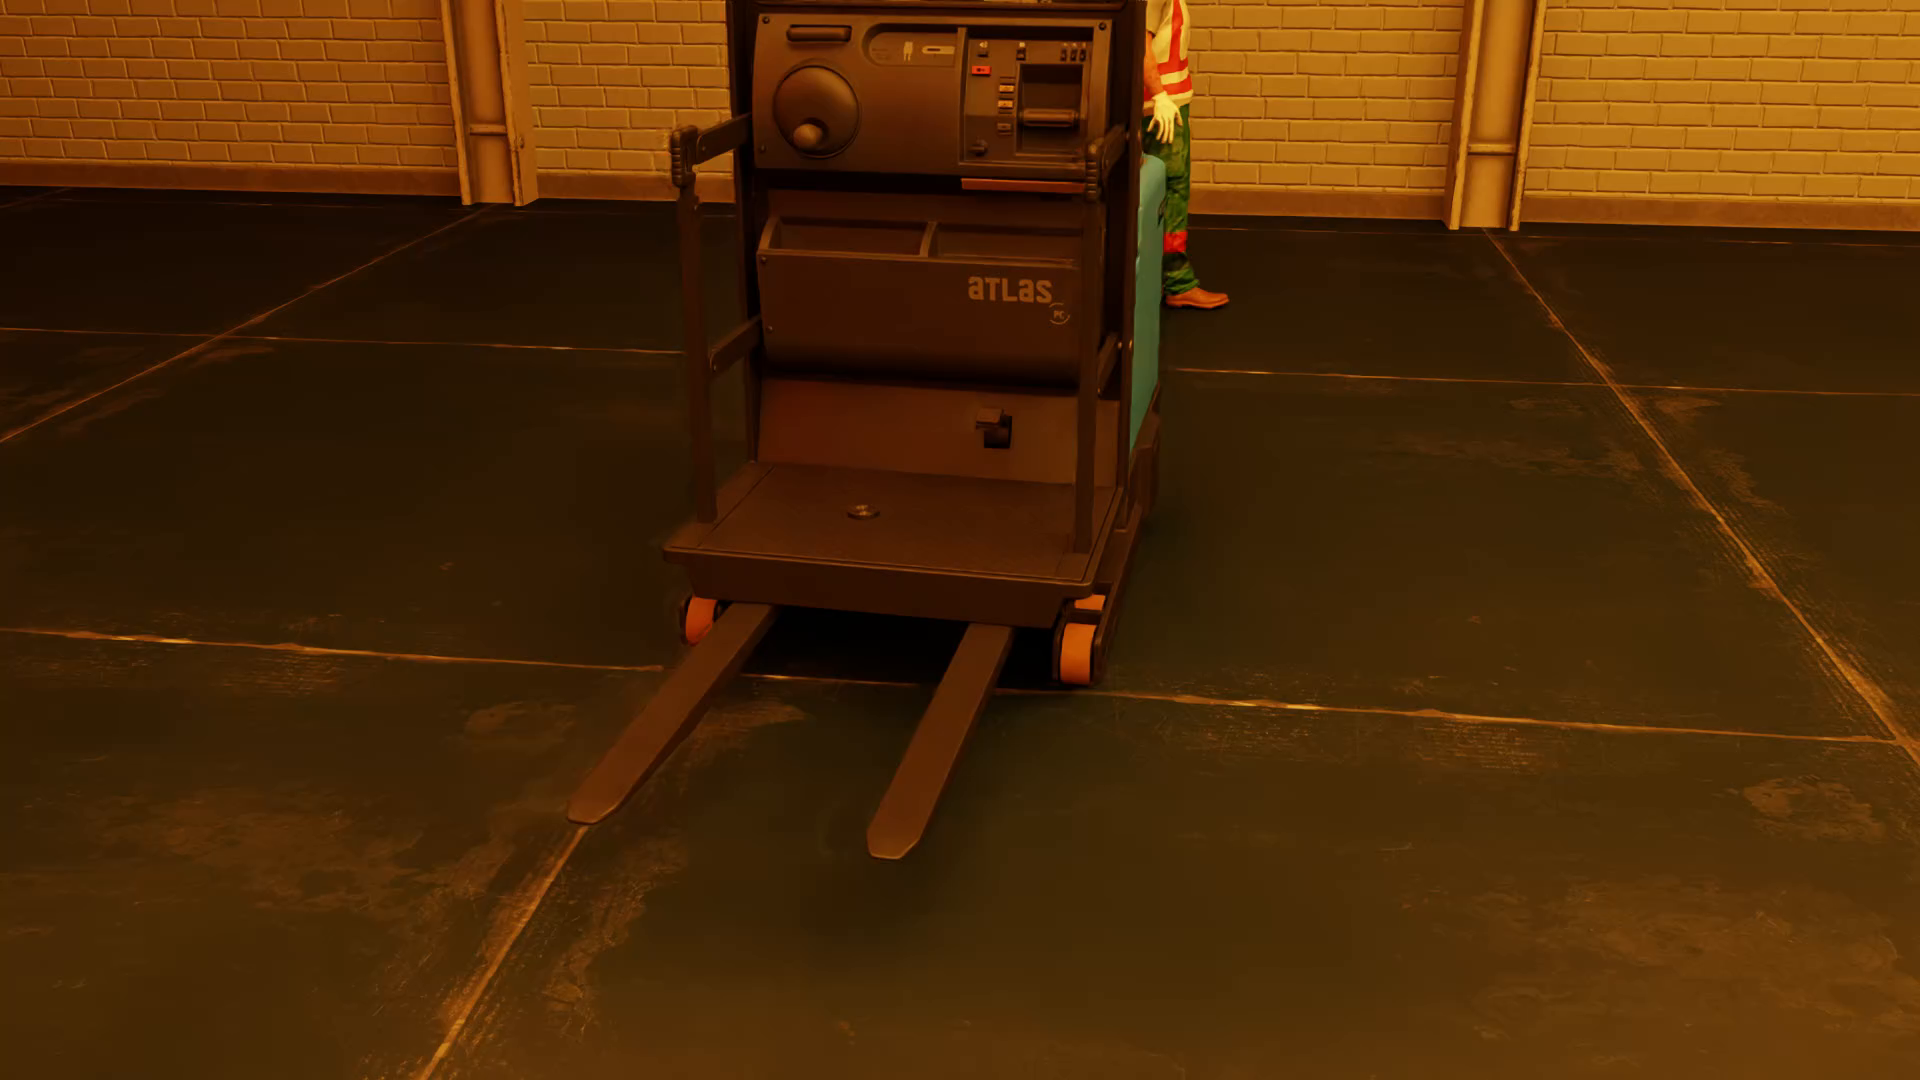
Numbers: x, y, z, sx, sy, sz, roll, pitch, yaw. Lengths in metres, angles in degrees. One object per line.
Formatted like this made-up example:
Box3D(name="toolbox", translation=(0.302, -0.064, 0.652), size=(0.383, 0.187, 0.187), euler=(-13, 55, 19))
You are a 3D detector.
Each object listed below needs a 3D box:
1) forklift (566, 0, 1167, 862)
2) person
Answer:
Box3D(name="forklift", translation=(-0.122, -1.136, 4.074), size=(1.130, 2.935, 3.031), euler=(5, 22, 11))
Box3D(name="person", translation=(1.030, -2.016, 7.787), size=(0.550, 1.794, 0.687), euler=(3, 22, 7))
